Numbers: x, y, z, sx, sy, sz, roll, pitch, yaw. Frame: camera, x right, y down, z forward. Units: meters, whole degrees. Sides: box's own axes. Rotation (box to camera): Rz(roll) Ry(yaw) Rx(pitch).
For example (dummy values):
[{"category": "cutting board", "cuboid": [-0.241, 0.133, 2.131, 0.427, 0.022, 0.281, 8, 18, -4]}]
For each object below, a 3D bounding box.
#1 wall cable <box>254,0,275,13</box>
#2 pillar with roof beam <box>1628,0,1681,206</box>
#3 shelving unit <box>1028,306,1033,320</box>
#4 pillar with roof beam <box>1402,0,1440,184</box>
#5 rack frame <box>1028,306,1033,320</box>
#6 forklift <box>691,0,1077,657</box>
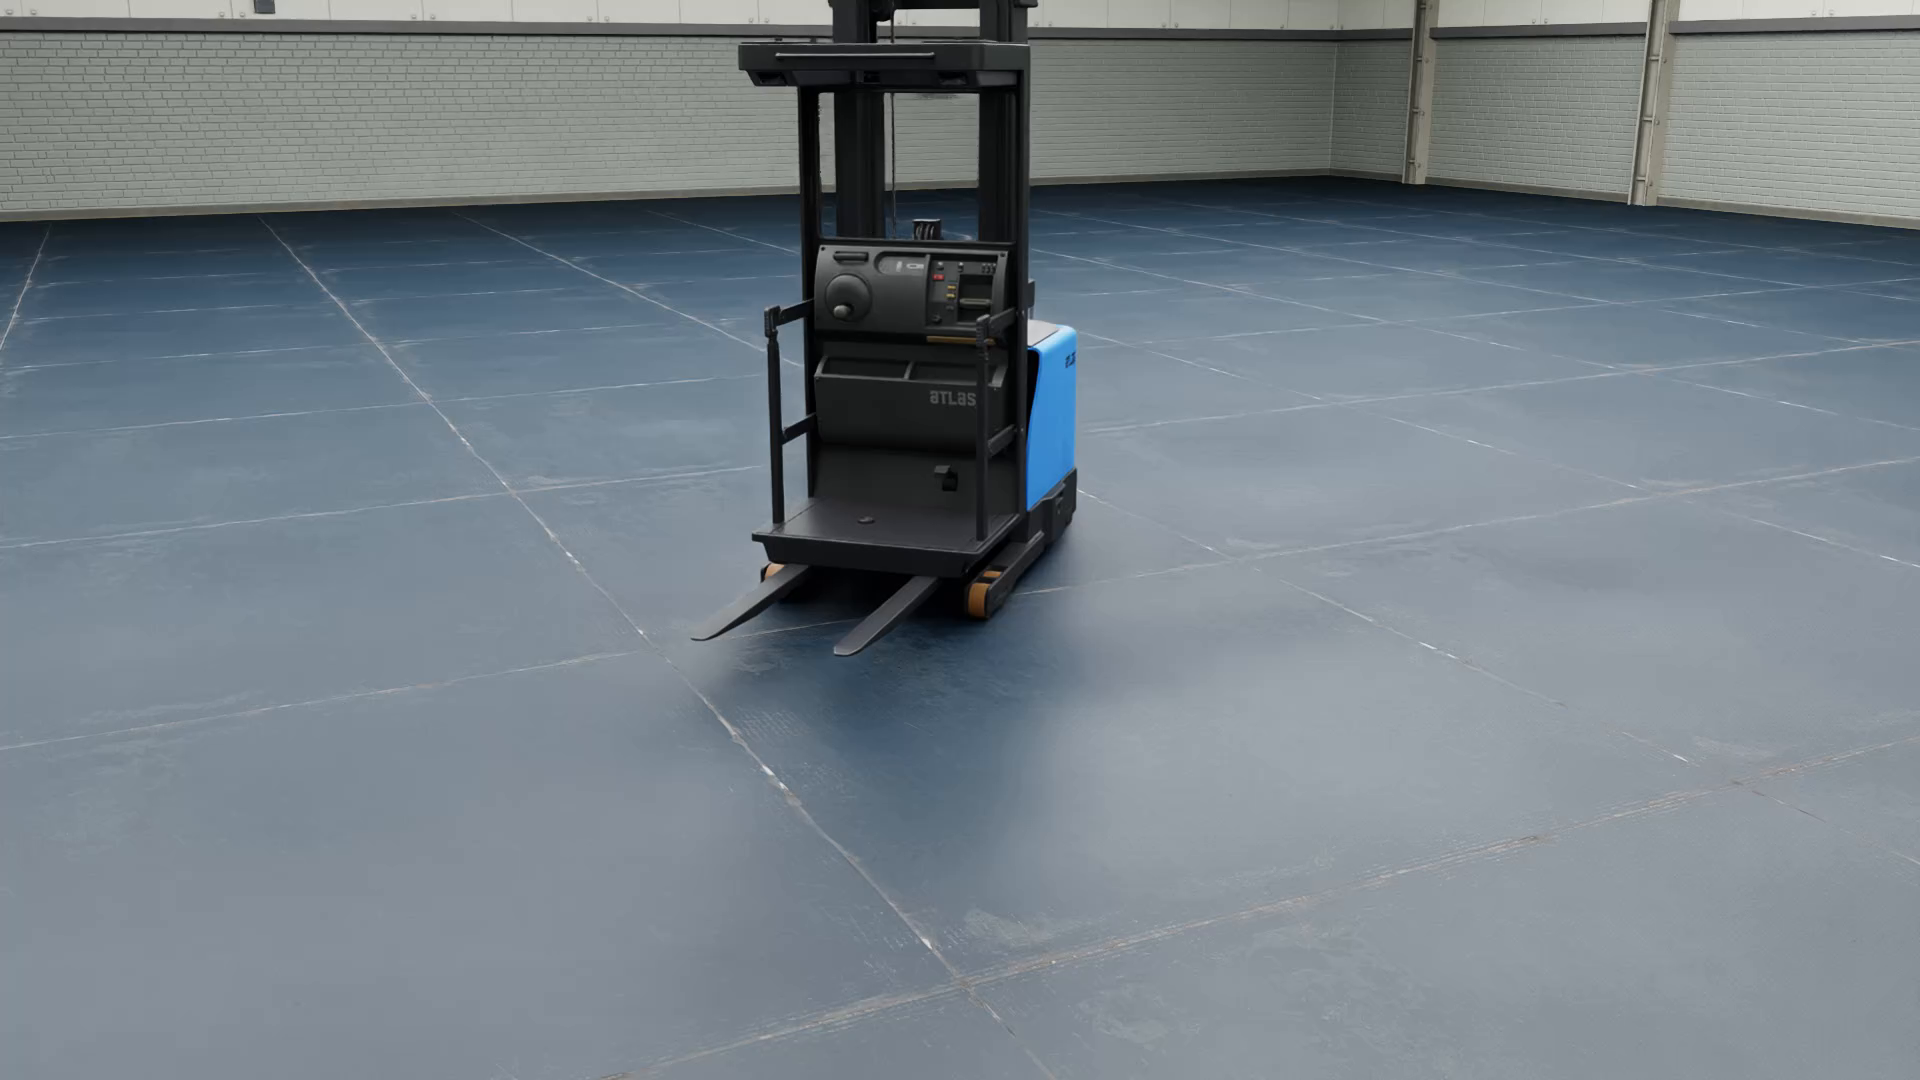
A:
[{"category": "wall cable", "cuboid": [-10.432, -11.607, 26.719, 2.305, 6.003, 0.169, -8, 18, -25]}, {"category": "pillar with roof beam", "cuboid": [8.204, -9.737, 26.369, 9.100, 9.000, 0.400, -8, 18, -25]}, {"category": "shelving unit", "cuboid": [0.261, -0.762, 9.229, 0.258, 1.200, 0.189, 5, 17, 17]}, {"category": "pillar with roof beam", "cuboid": [5.575, -11.225, 31.553, 9.100, 9.000, 0.400, -8, 18, -25]}, {"category": "rack frame", "cuboid": [0.288, -0.786, 9.313, 0.240, 1.200, 0.006, 5, 17, 17]}, {"category": "forklift", "cuboid": [-0.294, -1.175, 7.531, 1.130, 2.935, 3.031, 5, 17, 17]}]
